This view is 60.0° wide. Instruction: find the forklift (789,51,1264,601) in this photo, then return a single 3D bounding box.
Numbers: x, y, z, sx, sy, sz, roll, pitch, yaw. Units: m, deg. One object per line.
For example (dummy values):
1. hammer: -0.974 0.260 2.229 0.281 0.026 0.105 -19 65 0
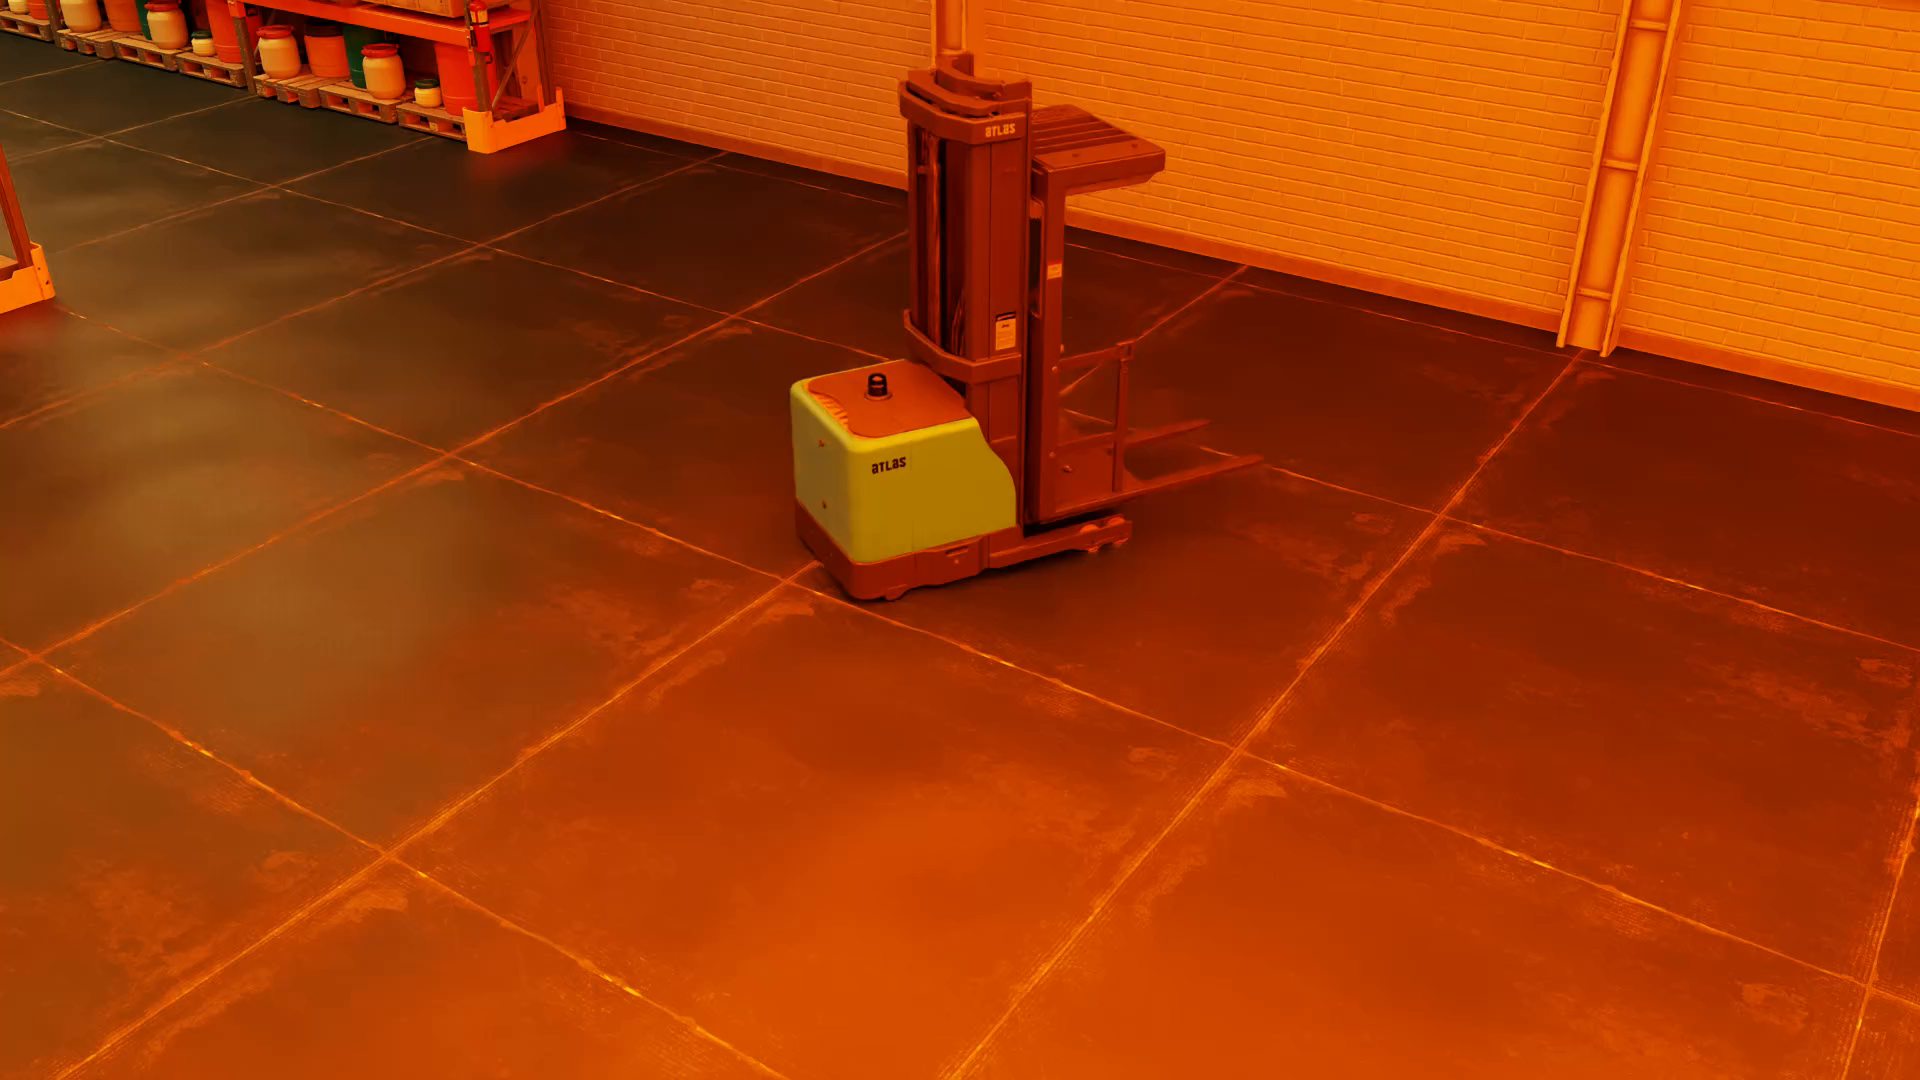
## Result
1. forklift: 0.510 -1.417 10.021 3.031 2.935 1.130 -14 33 -23
